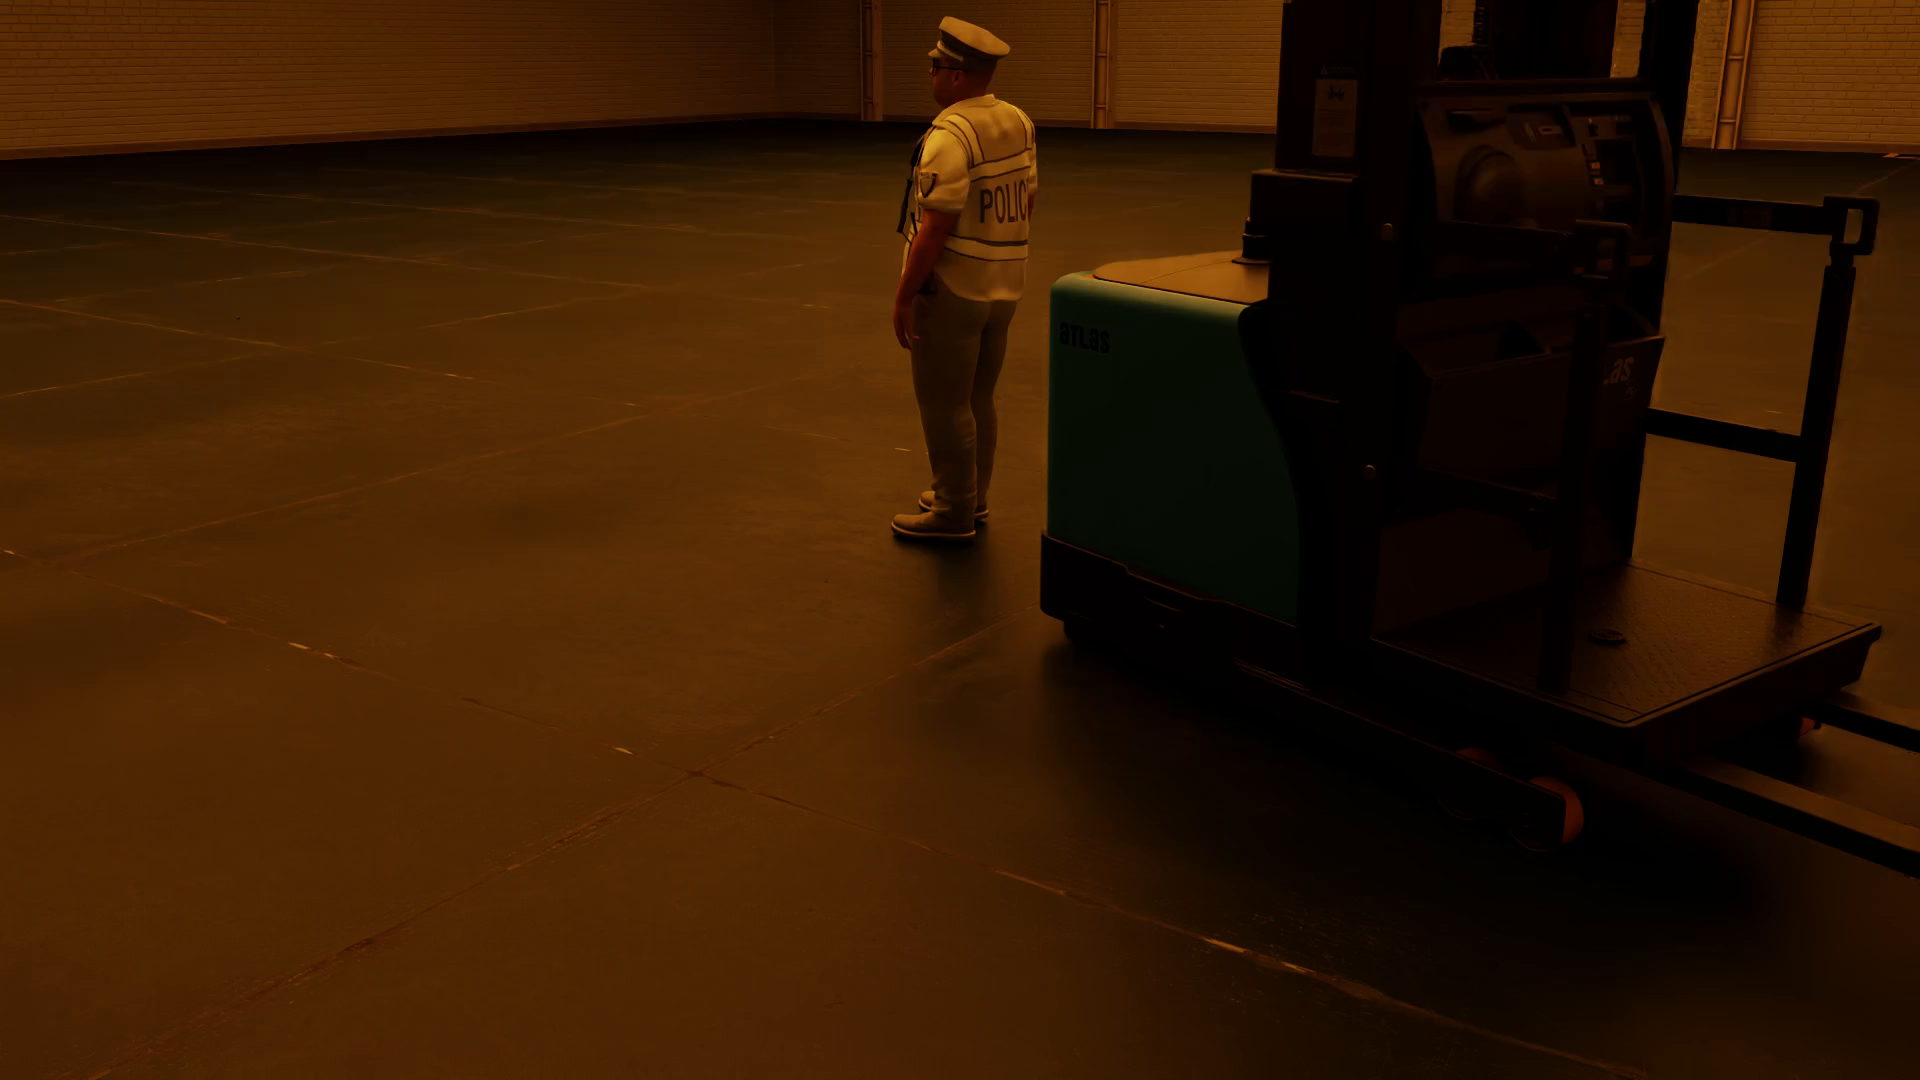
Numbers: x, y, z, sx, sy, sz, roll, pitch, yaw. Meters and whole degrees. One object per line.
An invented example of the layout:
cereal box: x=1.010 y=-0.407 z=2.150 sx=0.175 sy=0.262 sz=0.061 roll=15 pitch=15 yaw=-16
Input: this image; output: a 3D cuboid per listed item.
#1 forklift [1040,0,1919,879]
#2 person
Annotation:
forklift: x=1.520 y=-0.876 z=3.762 sx=1.130 sy=2.935 sz=3.031 roll=-12 pitch=20 yaw=-35
person: x=-0.057 y=-0.875 z=5.743 sx=0.575 sy=1.777 sz=0.640 roll=11 pitch=20 yaw=33
